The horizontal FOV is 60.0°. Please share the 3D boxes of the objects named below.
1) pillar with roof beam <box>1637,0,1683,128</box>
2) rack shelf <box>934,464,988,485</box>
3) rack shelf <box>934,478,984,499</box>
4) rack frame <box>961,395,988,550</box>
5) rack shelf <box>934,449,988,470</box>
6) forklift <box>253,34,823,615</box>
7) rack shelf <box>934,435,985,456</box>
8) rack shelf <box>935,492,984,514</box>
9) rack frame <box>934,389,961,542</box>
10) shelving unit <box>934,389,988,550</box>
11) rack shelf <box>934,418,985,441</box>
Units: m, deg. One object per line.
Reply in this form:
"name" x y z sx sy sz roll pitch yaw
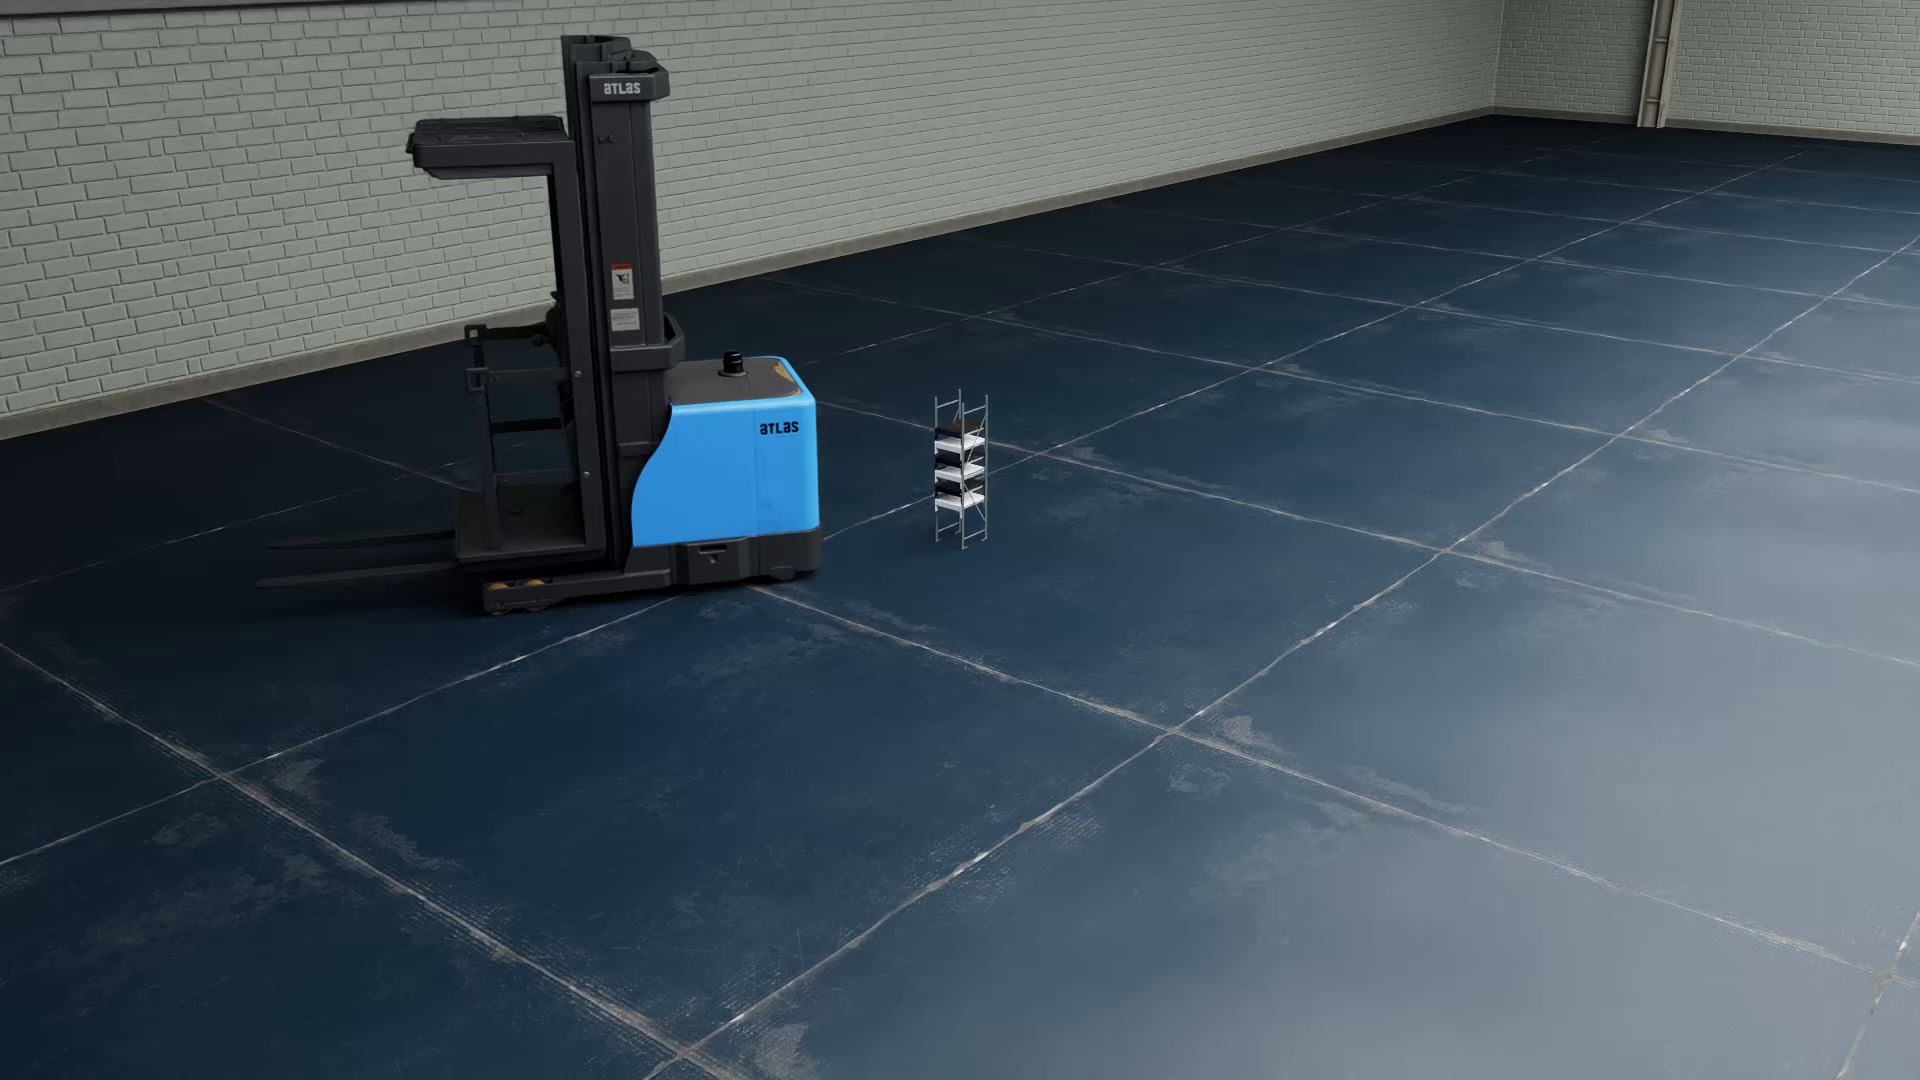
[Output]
"pillar with roof beam" 9.532 -10.369 24.791 0.400 9.000 9.100 16 26 36
"rack shelf" 0.006 -0.388 9.895 0.200 0.077 0.258 16 26 36
"rack shelf" 0.006 -0.304 9.927 0.200 0.077 0.258 16 26 36
"rack frame" 0.085 -0.397 9.823 0.006 0.900 0.240 16 26 36
"rack shelf" 0.006 -0.472 9.863 0.200 0.077 0.258 16 26 36
"forklift" -2.357 -1.174 9.007 3.031 2.935 1.130 -6 21 -15
"rack shelf" 0.006 -0.556 9.832 0.200 0.077 0.258 16 26 36
"rack shelf" 0.006 -0.220 9.959 0.200 0.077 0.258 16 26 36
"rack frame" -0.072 -0.442 9.944 0.006 0.900 0.240 16 26 36
"shelving unit" 0.006 -0.419 9.883 0.210 0.900 0.258 16 26 36
"rack shelf" 0.006 -0.641 9.800 0.200 0.077 0.258 16 26 36
